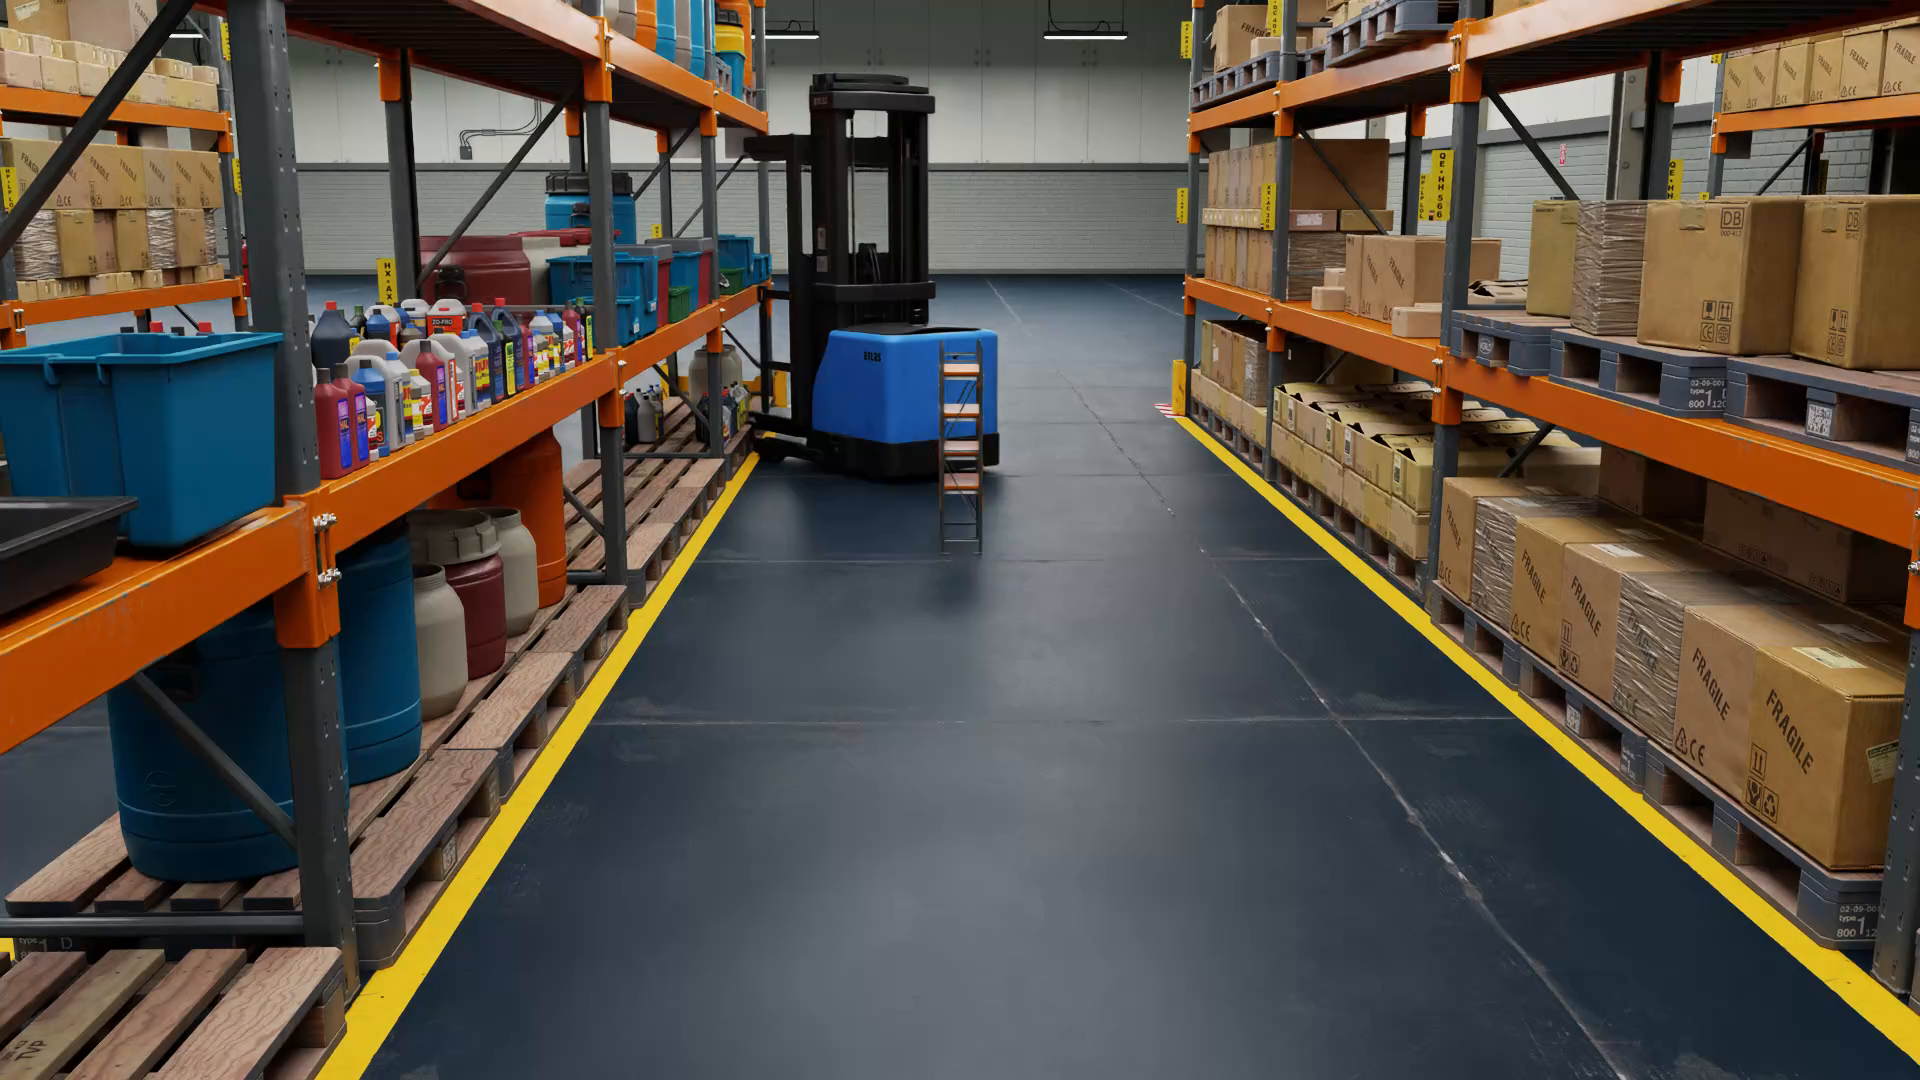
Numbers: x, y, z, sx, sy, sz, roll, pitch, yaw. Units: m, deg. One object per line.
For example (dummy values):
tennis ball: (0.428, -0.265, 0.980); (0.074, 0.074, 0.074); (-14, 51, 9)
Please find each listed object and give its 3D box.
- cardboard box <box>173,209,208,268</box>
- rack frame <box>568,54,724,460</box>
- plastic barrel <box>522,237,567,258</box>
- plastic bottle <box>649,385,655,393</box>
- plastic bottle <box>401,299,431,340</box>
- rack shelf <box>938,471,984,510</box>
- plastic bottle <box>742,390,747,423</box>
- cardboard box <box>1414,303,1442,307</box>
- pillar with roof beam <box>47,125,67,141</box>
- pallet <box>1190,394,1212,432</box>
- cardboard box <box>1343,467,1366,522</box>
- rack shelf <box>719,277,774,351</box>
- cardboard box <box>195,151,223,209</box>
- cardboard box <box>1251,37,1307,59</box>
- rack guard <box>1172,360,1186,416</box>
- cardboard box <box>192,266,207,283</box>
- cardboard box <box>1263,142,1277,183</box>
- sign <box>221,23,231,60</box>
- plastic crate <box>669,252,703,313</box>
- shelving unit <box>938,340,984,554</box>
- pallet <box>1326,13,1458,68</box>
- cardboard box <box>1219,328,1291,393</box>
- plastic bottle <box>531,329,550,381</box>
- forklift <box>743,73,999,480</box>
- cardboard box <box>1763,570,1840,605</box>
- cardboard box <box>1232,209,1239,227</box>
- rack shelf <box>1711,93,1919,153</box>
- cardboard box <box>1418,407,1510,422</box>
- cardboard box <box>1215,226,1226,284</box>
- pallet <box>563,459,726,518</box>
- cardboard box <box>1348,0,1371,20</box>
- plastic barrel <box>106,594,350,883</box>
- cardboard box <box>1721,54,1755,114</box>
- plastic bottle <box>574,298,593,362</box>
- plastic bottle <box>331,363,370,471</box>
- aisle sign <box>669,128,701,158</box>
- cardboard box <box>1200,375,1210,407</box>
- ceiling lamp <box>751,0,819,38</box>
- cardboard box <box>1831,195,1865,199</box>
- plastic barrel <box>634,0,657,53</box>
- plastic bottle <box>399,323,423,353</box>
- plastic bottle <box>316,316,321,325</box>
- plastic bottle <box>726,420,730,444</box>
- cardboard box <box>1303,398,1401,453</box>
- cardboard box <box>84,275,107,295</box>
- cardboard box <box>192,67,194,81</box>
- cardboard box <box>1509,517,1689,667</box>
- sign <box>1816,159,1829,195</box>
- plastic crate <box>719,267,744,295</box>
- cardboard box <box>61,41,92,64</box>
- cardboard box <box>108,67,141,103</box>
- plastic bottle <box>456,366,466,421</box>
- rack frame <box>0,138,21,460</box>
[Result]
cardboard box: (-7.136, -2.641, 14.532); (0.875, 0.500, 0.500); (0, 11, -1)
rack frame: (-2.216, -1.880, 11.780); (1.000, 3.000, 0.127); (0, 11, -1)
plastic barrel: (-2.377, -1.427, 9.266); (0.421, 0.512, 0.421); (0, 11, 0)
plastic bottle: (-2.586, -1.152, 13.920); (0.061, 0.283, 0.133); (0, 11, 0)
plastic bottle: (-2.448, -0.936, 7.442); (0.152, 0.276, 0.135); (0, 11, -1)
rack shelf: (0.003, -0.295, 9.830); (0.258, 0.148, 0.480); (0, 11, -1)
plastic bottle: (-1.842, -1.114, 13.752); (0.152, 0.276, 0.135); (-1, 11, -3)
cardboard box: (2.736, -1.234, 9.230); (0.380, 0.149, 0.250); (1, 11, 3)
pillar with roof beam: (-19.324, -11.372, 43.479); (9.100, 9.000, 0.548); (0, 11, -1)
pallet: (2.711, -1.176, 15.324); (1.003, 0.211, 1.213); (0, 11, -1)
cardboard box: (2.543, -0.268, 9.697); (0.500, 0.250, 0.500); (0, 11, 0)
rack shelf: (-2.257, -1.925, 13.811); (1.077, 0.370, 4.000); (0, 11, -1)
cardboard box: (-6.992, -3.231, 14.926); (0.500, 0.500, 0.500); (0, 11, -1)
cardboard box: (2.438, -3.759, 12.724); (0.380, 0.149, 0.250); (0, 11, -1)
rack guard: (2.653, -1.474, 16.068); (1.175, 0.500, 0.348); (0, 11, -1)
cardboard box: (-6.977, -2.376, 14.860); (0.380, 0.149, 0.250); (0, 11, -1)
cardboard box: (2.709, -2.773, 12.667); (0.700, 0.500, 0.500); (0, 11, -1)
sign: (-6.695, -4.557, 15.204); (0.100, 0.325, 0.005); (0, 11, -1)
plastic crate: (-1.882, -1.654, 10.707); (0.392, 0.384, 0.575); (0, 11, -1)
shelving unit: (0.003, -0.555, 9.778); (0.258, 1.200, 0.503); (0, 11, -1)
pallet: (2.690, -2.838, 9.436); (1.003, 0.211, 1.213); (0, 11, 1)
cardboard box: (2.471, -1.514, 13.953); (0.500, 0.500, 0.500); (0, 11, -1)
plastic bottle: (-1.700, -0.743, 6.676); (0.097, 0.201, 0.097); (0, 11, 0)
forklift: (-0.994, -2.114, 13.110); (1.130, 2.935, 3.031); (-9, 14, -36)
cardboard box: (3.110, 0.398, 5.734); (0.500, 0.500, 0.500); (0, 11, 0)
cardboard box: (2.477, -2.677, 13.826); (0.380, 0.149, 0.250); (0, 11, -1)
rack shelf: (7.648, -3.435, 13.713); (1.077, 0.370, 4.000); (0, 11, -1)
cardboard box: (3.063, -0.650, 10.170); (0.500, 0.311, 0.500); (0, 11, -2)
cardboard box: (2.666, -2.546, 14.813); (0.700, 0.500, 0.500); (0, 11, 0)
pallet: (-2.161, -0.357, 11.288); (1.003, 0.211, 1.213); (0, 11, -1)
cardboard box: (2.754, -3.270, 10.409); (0.500, 0.250, 0.500); (-1, 12, -7)
plastic barrel: (-2.045, 0.425, 4.641); (0.600, 0.901, 0.708); (0, 11, -1)
cardboard box: (7.363, -4.177, 15.257); (0.500, 0.500, 0.500); (0, 11, 0)
plastic bottle: (-1.698, -0.949, 7.484); (0.061, 0.283, 0.133); (0, 11, -1)
plastic bottle: (-1.635, -0.333, 4.451); (0.061, 0.283, 0.133); (0, 11, -1)
aisle sign: (-2.593, -3.962, 15.505); (0.394, 0.787, 0.004); (0, 11, -1)
cardboard box: (2.456, -1.346, 15.007); (0.500, 0.250, 0.500); (0, 11, -1)
ceiling lamp: (-4.352, -13.525, 39.414); (2.000, 3.185, 0.800); (0, 11, -1)
cardboard box: (7.354, -2.516, 13.358); (0.500, 0.500, 0.500); (-1, 11, -3)
plastic barrel: (-1.947, -3.059, 8.969); (0.600, 0.830, 0.708); (0, 11, -1)
plastic bottle: (-2.314, -0.812, 7.017); (0.097, 0.201, 0.097); (0, 11, 0)
plastic bottle: (-2.453, -0.727, 6.423); (0.097, 0.271, 0.097); (0, 11, 0)
plastic bottle: (-1.789, -0.829, 12.534); (0.097, 0.201, 0.097); (0, 11, 0)
cardboard box: (2.513, -0.747, 10.644); (0.500, 0.311, 0.500); (-1, 11, -3)
cardboard box: (-6.875, -1.979, 12.901); (0.380, 0.149, 0.250); (0, 11, -1)
cardboard box: (-7.045, -4.140, 14.752); (0.380, 0.149, 0.250); (-1, 11, -3)
cardboard box: (2.564, 0.201, 6.706); (0.500, 0.500, 0.500); (0, 11, -2)
sign: (8.162, -3.436, 15.745); (0.100, 0.325, 0.005); (0, 11, -1)
plastic crate: (-1.962, -2.047, 13.136); (0.450, 0.188, 0.662); (0, 11, -1)
cardboard box: (-6.891, -3.726, 12.709); (0.380, 0.149, 0.250); (0, 11, -2)
cardboard box: (-6.956, -3.655, 13.364); (0.500, 0.250, 0.500); (0, 11, -2)
plastic bottle: (-1.674, -0.493, 5.443); (0.097, 0.201, 0.097); (0, 11, 0)
rack frame: (-7.168, -1.859, 11.679); (1.000, 3.000, 0.127); (0, 11, -1)
